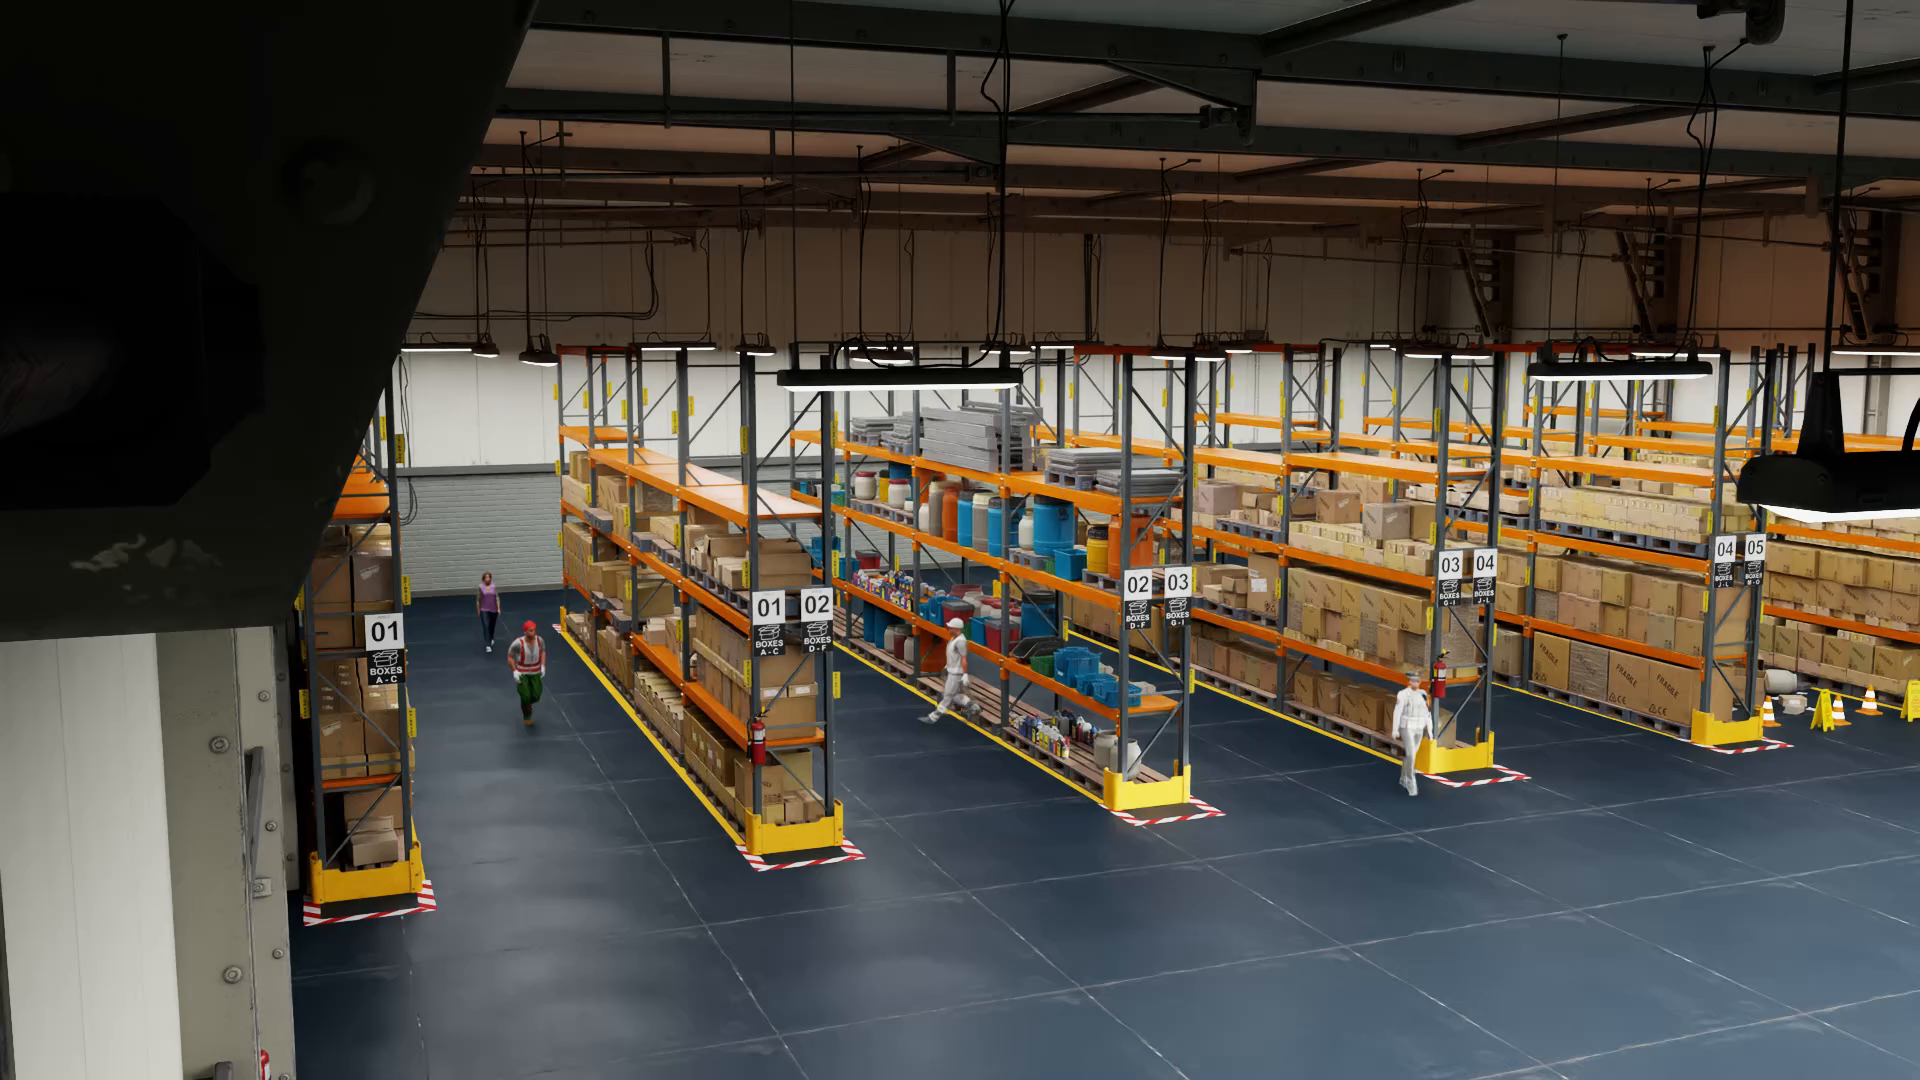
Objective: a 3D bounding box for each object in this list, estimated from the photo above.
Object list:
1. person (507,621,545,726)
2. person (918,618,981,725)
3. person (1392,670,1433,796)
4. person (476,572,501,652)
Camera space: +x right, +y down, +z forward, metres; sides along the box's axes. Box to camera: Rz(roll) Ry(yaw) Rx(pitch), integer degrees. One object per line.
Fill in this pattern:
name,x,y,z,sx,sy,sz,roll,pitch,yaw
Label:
person,-6.957,2.112,26.665,0.626,1.713,0.704,-4,8,-28
person,-0.167,2.077,26.438,1.023,1.706,0.569,0,7,-2
person,6.227,2.654,22.786,0.520,1.755,0.557,-3,8,-21
person,-9.292,1.386,32.770,0.444,1.540,0.972,-3,8,-23
